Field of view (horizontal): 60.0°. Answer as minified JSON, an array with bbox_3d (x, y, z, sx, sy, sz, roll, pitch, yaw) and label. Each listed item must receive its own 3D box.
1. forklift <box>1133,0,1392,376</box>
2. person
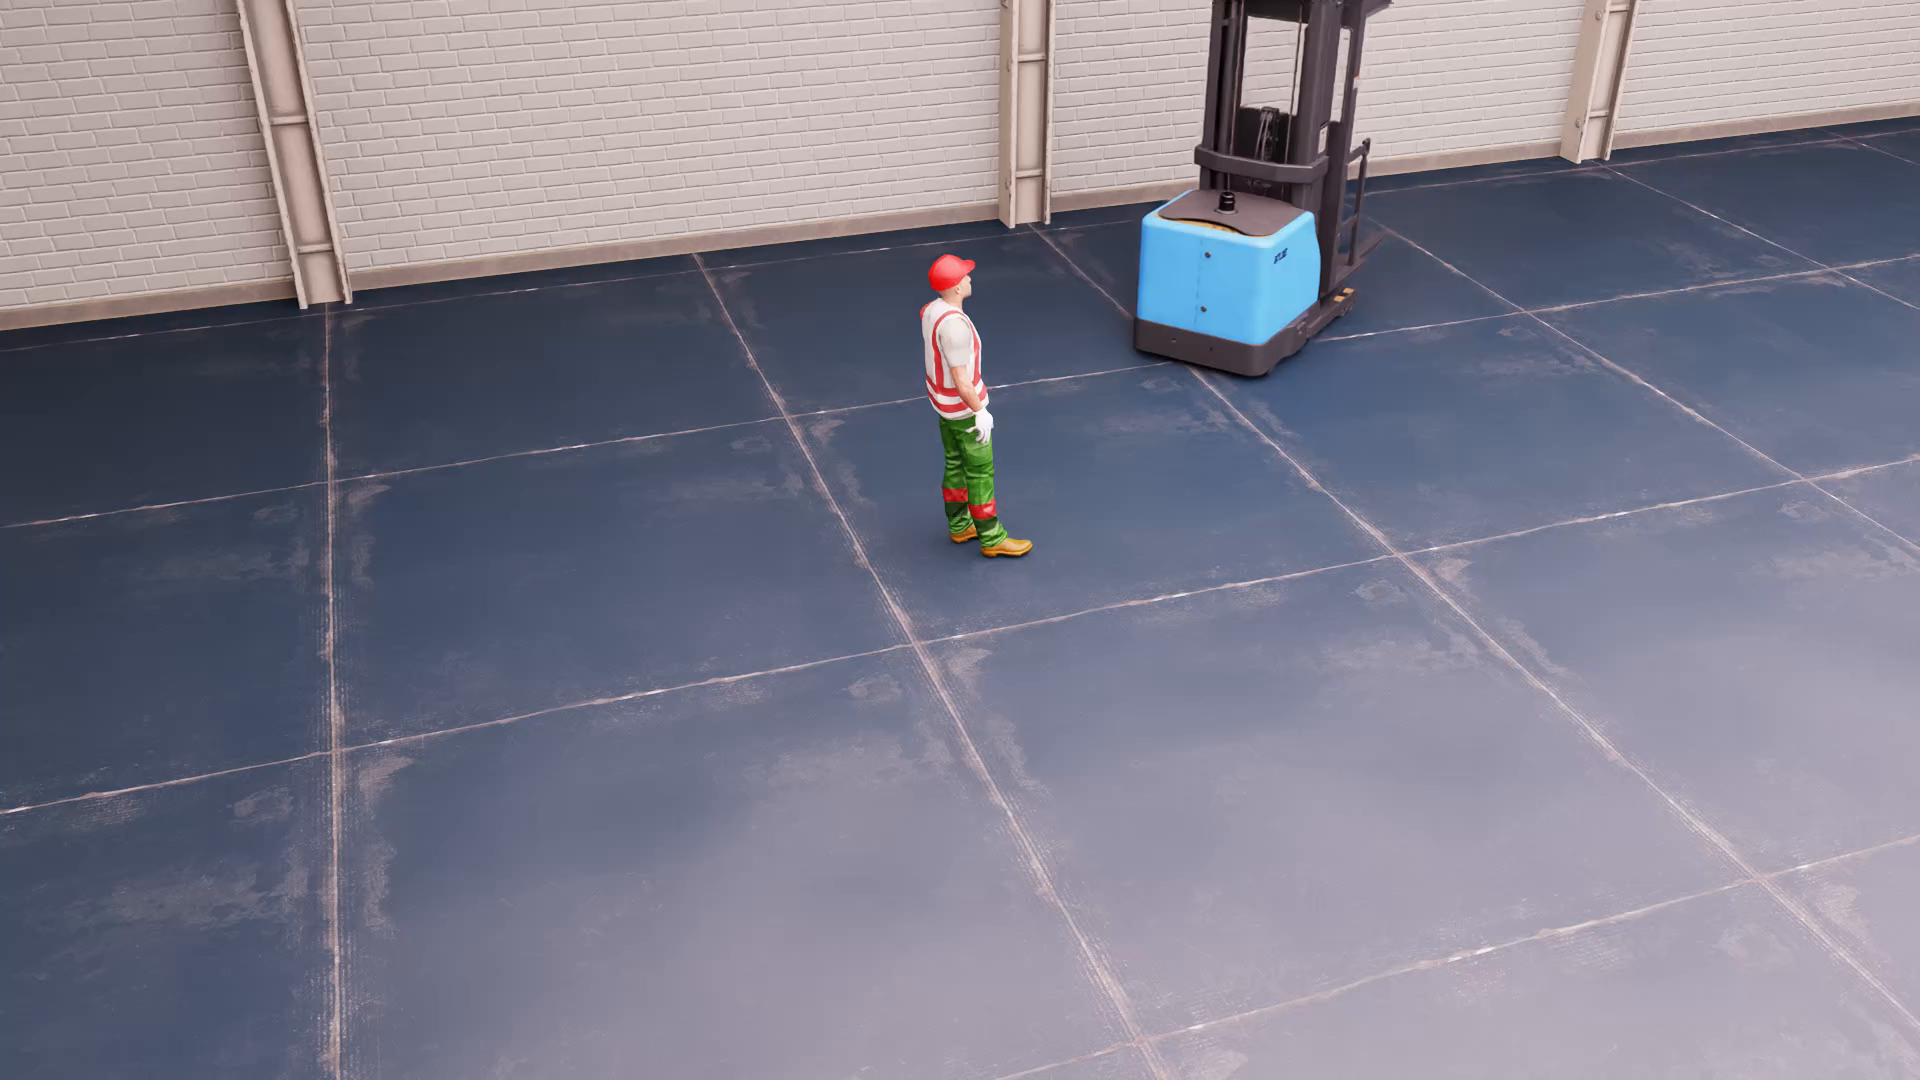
[{"bbox_3d":[2.512,-3.138,12.540,1.130,2.935,3.031,18,34,28],"label":"forklift"},{"bbox_3d":[0.080,-0.789,9.590,0.562,1.789,0.638,-10,31,-16],"label":"person"}]
